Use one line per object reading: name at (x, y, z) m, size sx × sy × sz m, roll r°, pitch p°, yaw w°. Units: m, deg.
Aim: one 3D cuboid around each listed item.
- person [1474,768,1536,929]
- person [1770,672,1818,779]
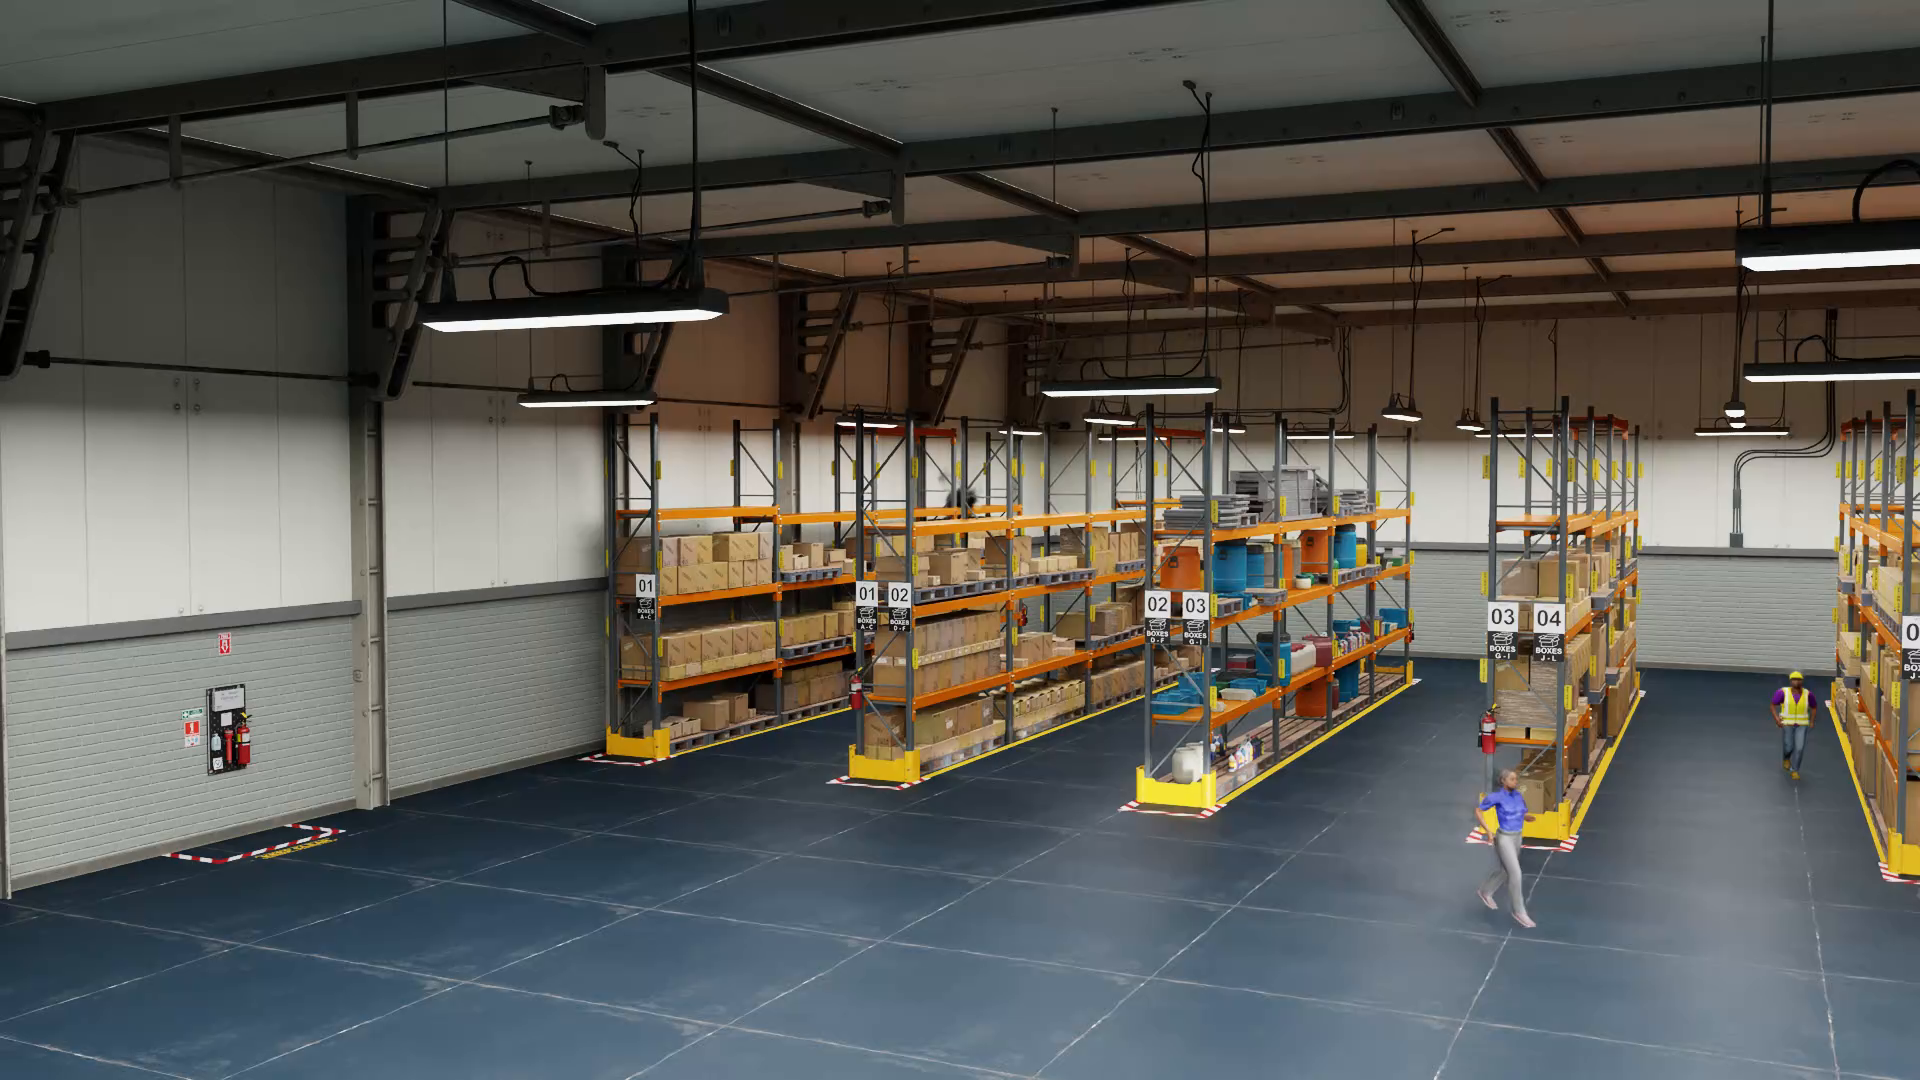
person at (6.077, 3.379, 18.475) m, size 0.547 × 1.684 × 0.860 m, roll -2°, pitch 3°, yaw -34°
person at (13.600, 3.002, 27.110) m, size 0.706 × 1.731 × 0.628 m, roll 1°, pitch 3°, yaw 21°
